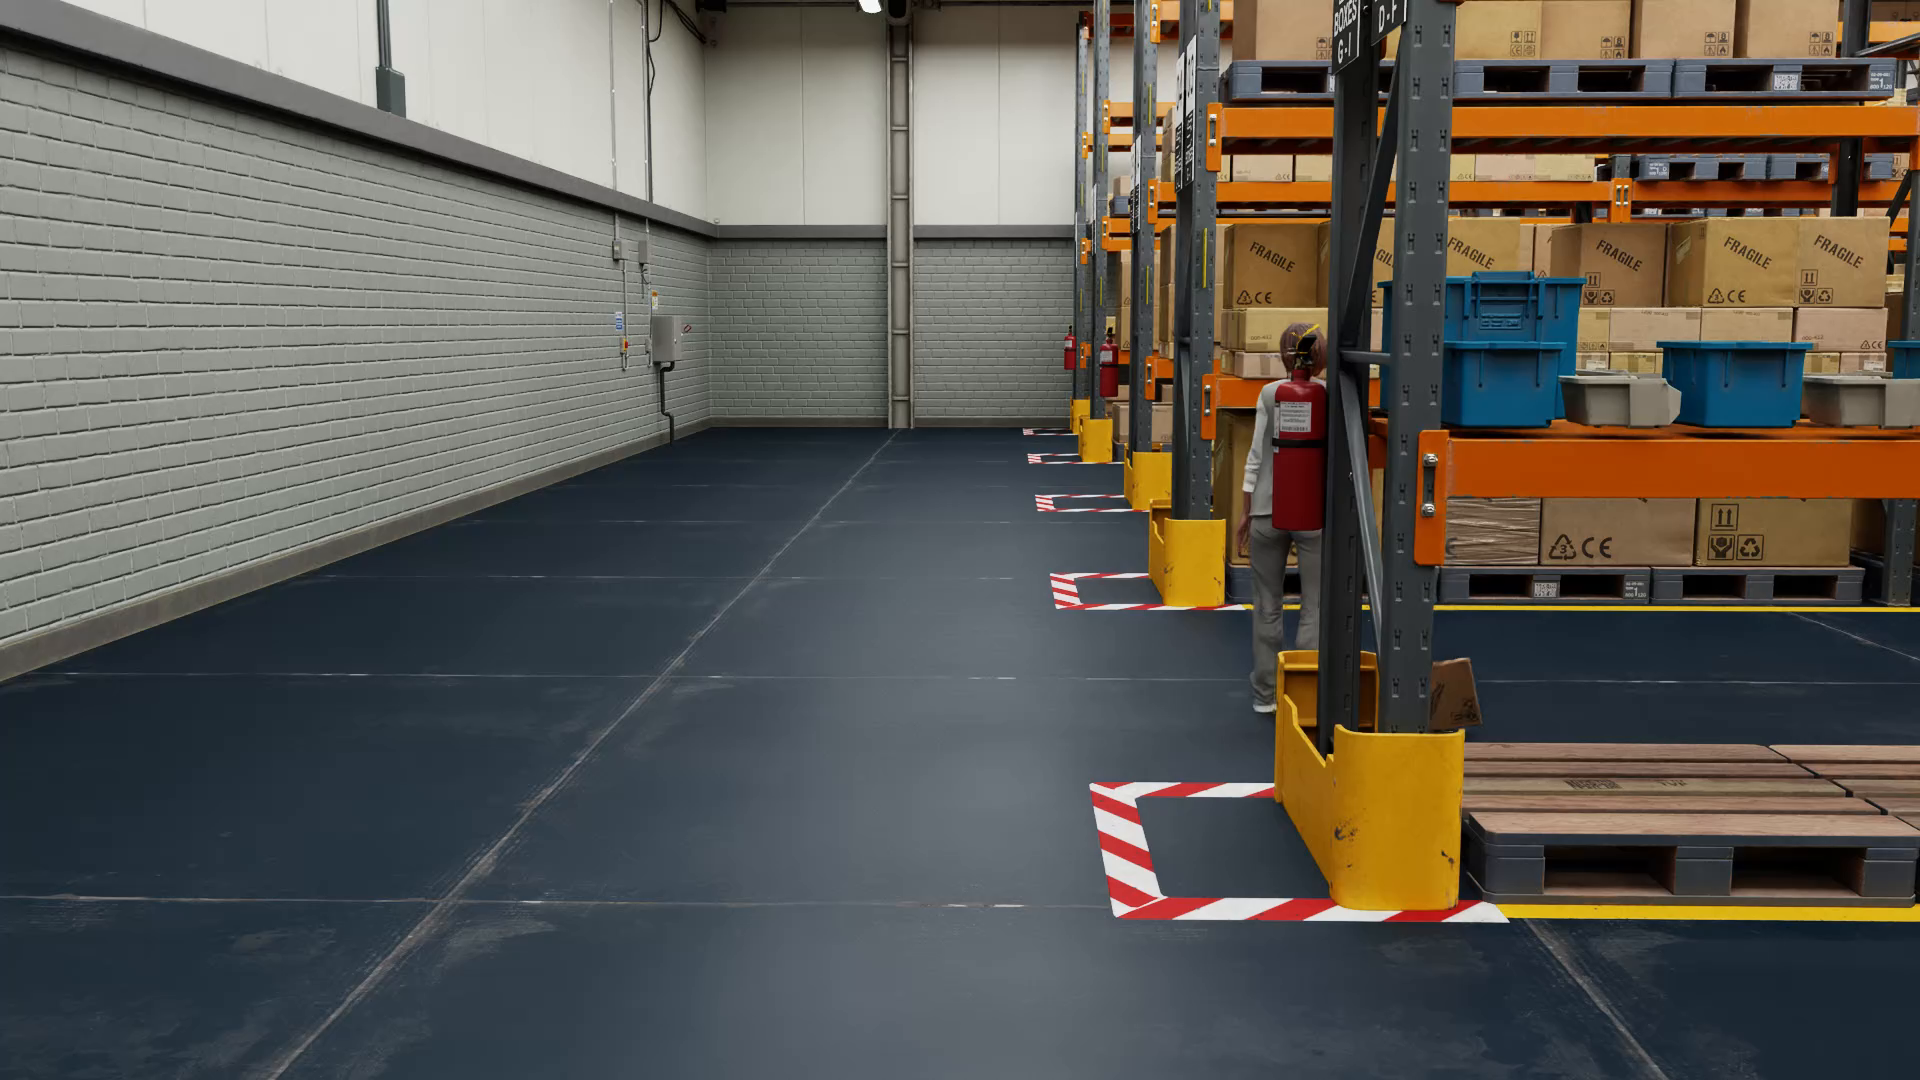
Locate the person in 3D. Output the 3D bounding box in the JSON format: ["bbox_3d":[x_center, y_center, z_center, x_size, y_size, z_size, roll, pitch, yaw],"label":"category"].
[{"bbox_3d":[1.354,-0.067,6.659,0.496,1.595,0.475,3,8,19],"label":"person"}]
